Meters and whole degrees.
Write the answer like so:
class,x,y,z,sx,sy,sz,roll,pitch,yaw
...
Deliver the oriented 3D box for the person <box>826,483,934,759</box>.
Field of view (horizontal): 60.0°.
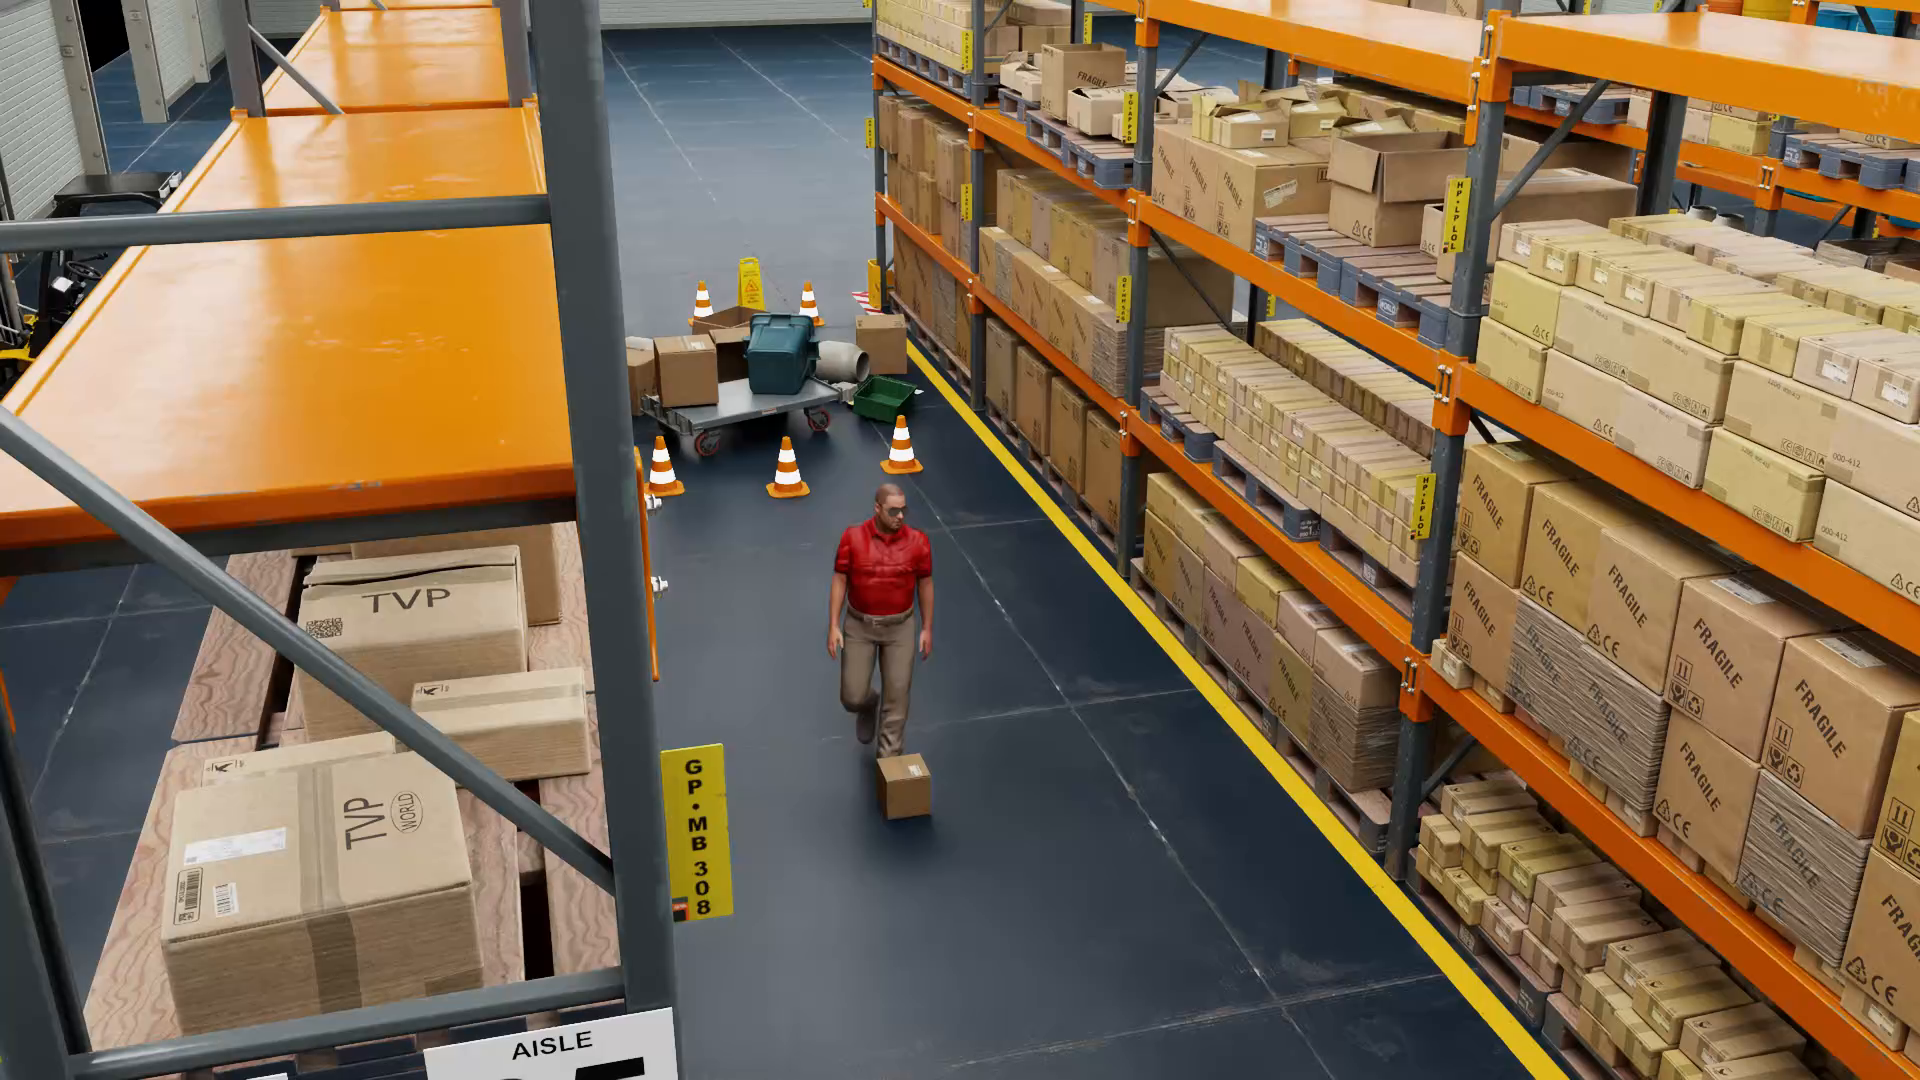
class,x,y,z,sx,sy,sz,roll,pitch,yaw
person,-0.441,0.537,9.345,0.618,1.702,0.757,-2,23,-6
